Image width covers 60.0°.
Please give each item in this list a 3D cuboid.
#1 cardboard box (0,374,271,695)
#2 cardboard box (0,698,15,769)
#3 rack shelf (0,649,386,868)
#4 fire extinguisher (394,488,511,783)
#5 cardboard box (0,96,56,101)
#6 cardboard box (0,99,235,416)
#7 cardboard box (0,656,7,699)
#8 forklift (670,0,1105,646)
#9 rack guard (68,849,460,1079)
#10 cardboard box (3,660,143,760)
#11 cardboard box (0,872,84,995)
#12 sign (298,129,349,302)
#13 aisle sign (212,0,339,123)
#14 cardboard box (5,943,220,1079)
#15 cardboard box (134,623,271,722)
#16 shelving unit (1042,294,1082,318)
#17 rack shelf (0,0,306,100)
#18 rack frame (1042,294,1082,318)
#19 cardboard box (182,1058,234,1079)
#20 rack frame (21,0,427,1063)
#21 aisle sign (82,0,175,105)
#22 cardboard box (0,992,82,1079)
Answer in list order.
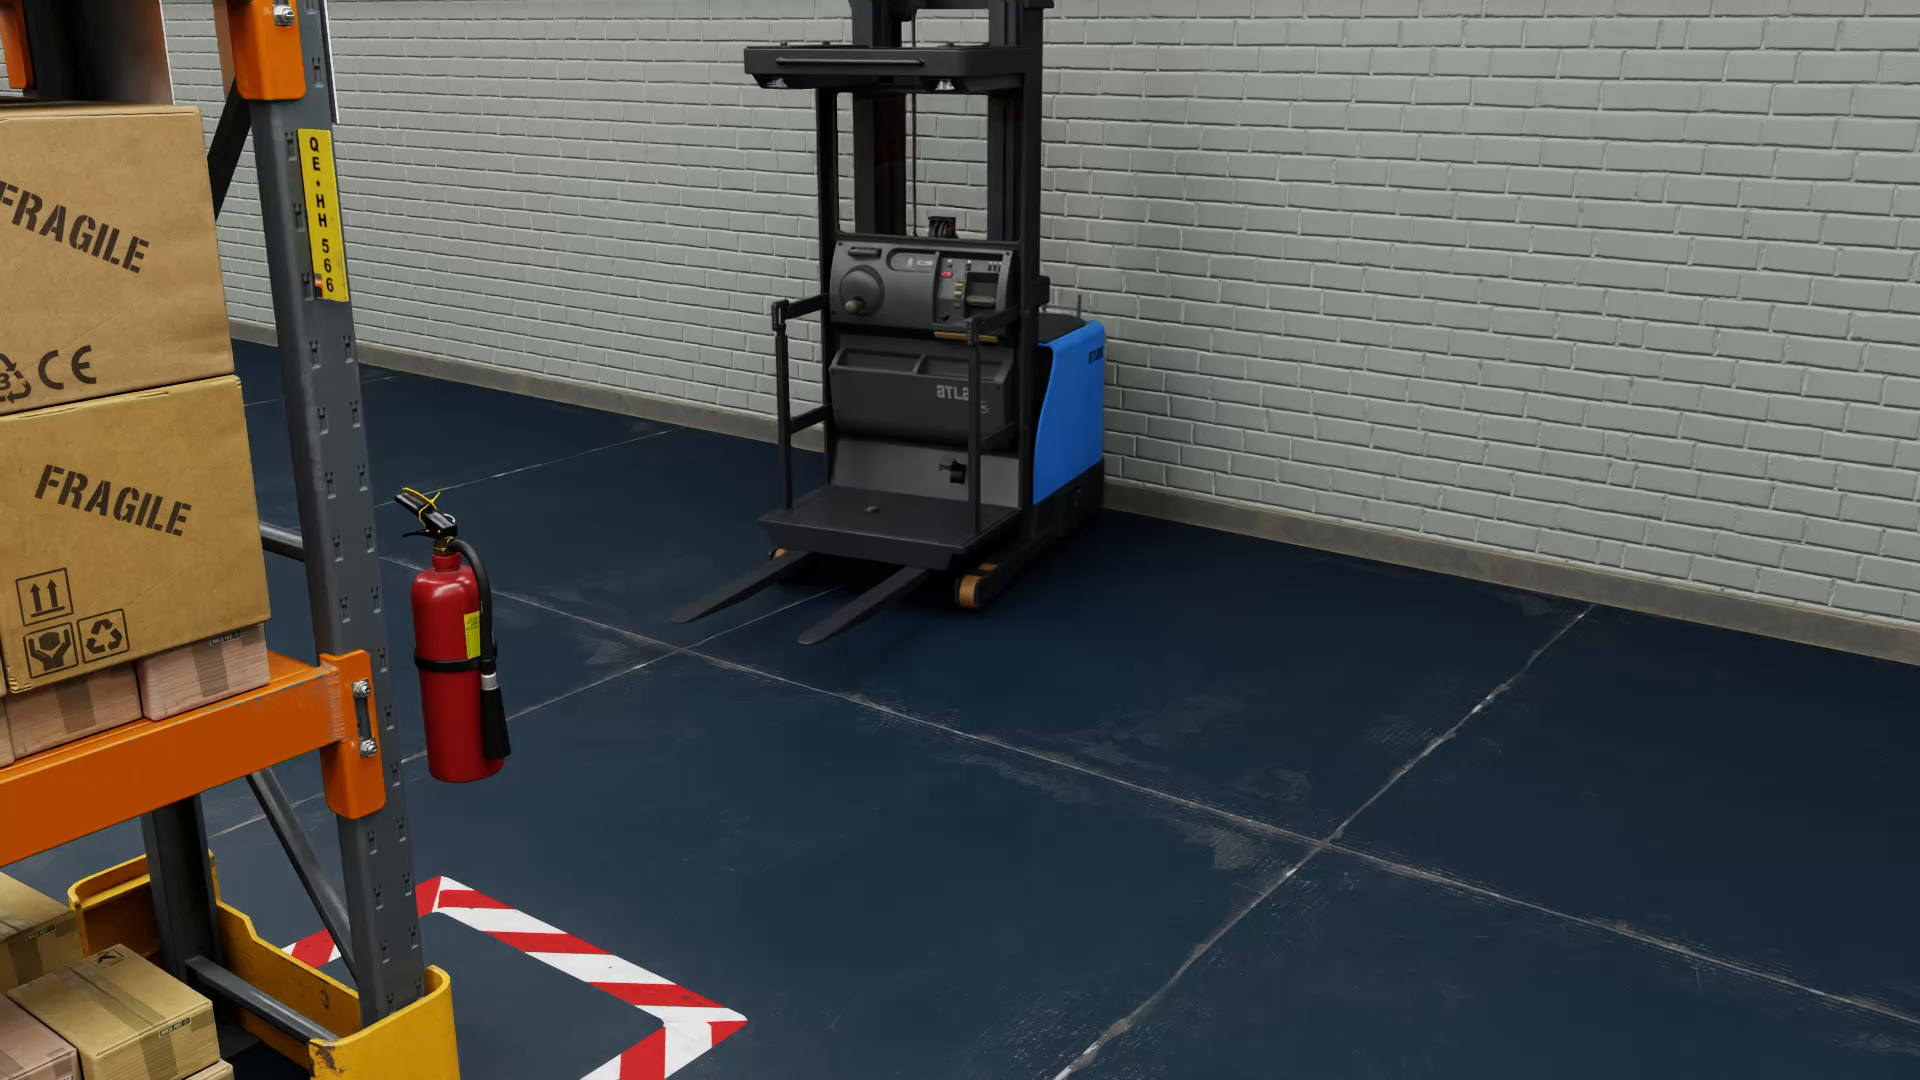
[{"bbox_3d":[-1.728,-0.064,3.221,0.500,0.500,0.500,13,21,36],"label":"cardboard box"},{"bbox_3d":[-1.950,0.336,3.027,0.380,0.149,0.250,12,21,34],"label":"cardboard box"},{"bbox_3d":[-2.859,0.793,2.344,1.077,0.370,4.000,12,21,35],"label":"rack shelf"},{"bbox_3d":[-1.146,0.210,3.768,0.296,0.674,0.183,12,21,35],"label":"fire extinguisher"},{"bbox_3d":[-2.148,-0.634,3.371,0.500,0.500,0.500,12,21,34],"label":"cardboard box"},{"bbox_3d":[-1.740,-0.541,3.071,0.500,0.500,0.500,12,21,34],"label":"cardboard box"},{"bbox_3d":[-2.039,0.058,2.829,0.500,0.500,0.500,12,21,34],"label":"cardboard box"},{"bbox_3d":[-0.277,-1.219,7.726,1.130,2.935,3.031,8,19,23],"label":"forklift"},{"bbox_3d":[-1.712,1.185,4.083,1.175,0.500,0.348,12,21,35],"label":"rack guard"},{"bbox_3d":[-1.813,0.274,3.228,0.380,0.149,0.250,12,21,35],"label":"cardboard box"},{"bbox_3d":[-2.252,0.915,3.835,0.380,0.149,0.250,11,21,32],"label":"cardboard box"},{"bbox_3d":[-1.233,-0.627,3.221,0.100,0.325,0.005,12,21,35],"label":"sign"},{"bbox_3d":[-1.383,-1.232,3.271,0.394,0.787,0.004,12,21,35],"label":"aisle sign"},{"bbox_3d":[-1.779,1.021,3.493,0.380,0.149,0.250,13,21,35],"label":"cardboard box"},{"bbox_3d":[-1.634,0.221,3.397,0.380,0.149,0.250,12,21,35],"label":"cardboard box"},{"bbox_3d":[0.580,-0.777,9.229,0.258,1.200,0.189,12,17,32],"label":"shelving unit"},{"bbox_3d":[-2.859,-0.639,1.899,1.077,0.370,4.000,12,21,35],"label":"rack shelf"},{"bbox_3d":[0.529,-0.760,9.155,0.240,1.200,0.006,12,17,32],"label":"rack frame"},{"bbox_3d":[-1.752,1.169,3.520,0.380,0.149,0.250,12,21,33],"label":"cardboard box"},{"bbox_3d":[-1.667,-0.026,3.771,1.000,3.000,0.127,12,21,35],"label":"rack frame"},{"bbox_3d":[-1.865,-1.338,3.612,0.394,0.787,0.004,12,21,35],"label":"aisle sign"},{"bbox_3d":[-1.975,1.071,3.333,0.380,0.149,0.250,13,21,36],"label":"cardboard box"}]
